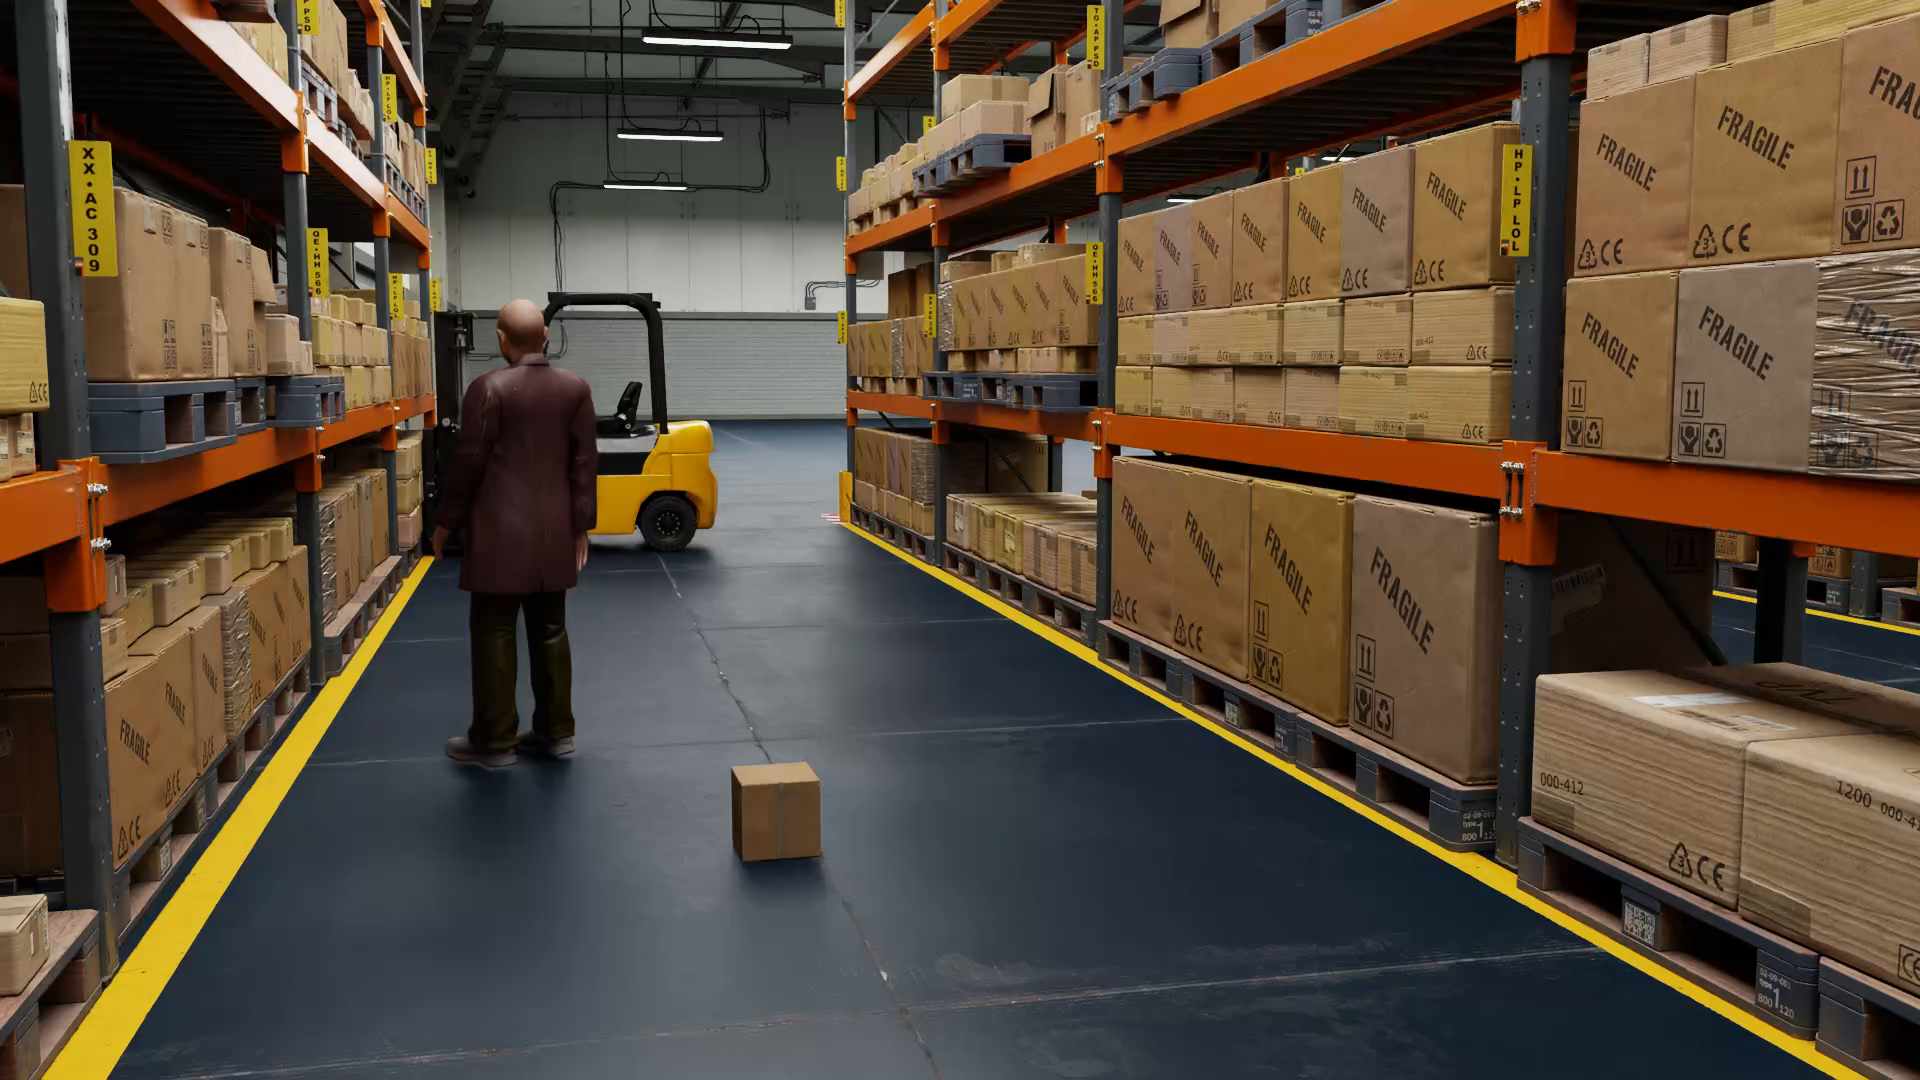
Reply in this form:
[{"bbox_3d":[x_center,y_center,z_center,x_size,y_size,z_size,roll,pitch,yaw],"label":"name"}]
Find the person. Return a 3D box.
[{"bbox_3d":[-1.733,-0.026,6.439,0.471,1.790,0.582,5,8,40],"label":"person"}]
